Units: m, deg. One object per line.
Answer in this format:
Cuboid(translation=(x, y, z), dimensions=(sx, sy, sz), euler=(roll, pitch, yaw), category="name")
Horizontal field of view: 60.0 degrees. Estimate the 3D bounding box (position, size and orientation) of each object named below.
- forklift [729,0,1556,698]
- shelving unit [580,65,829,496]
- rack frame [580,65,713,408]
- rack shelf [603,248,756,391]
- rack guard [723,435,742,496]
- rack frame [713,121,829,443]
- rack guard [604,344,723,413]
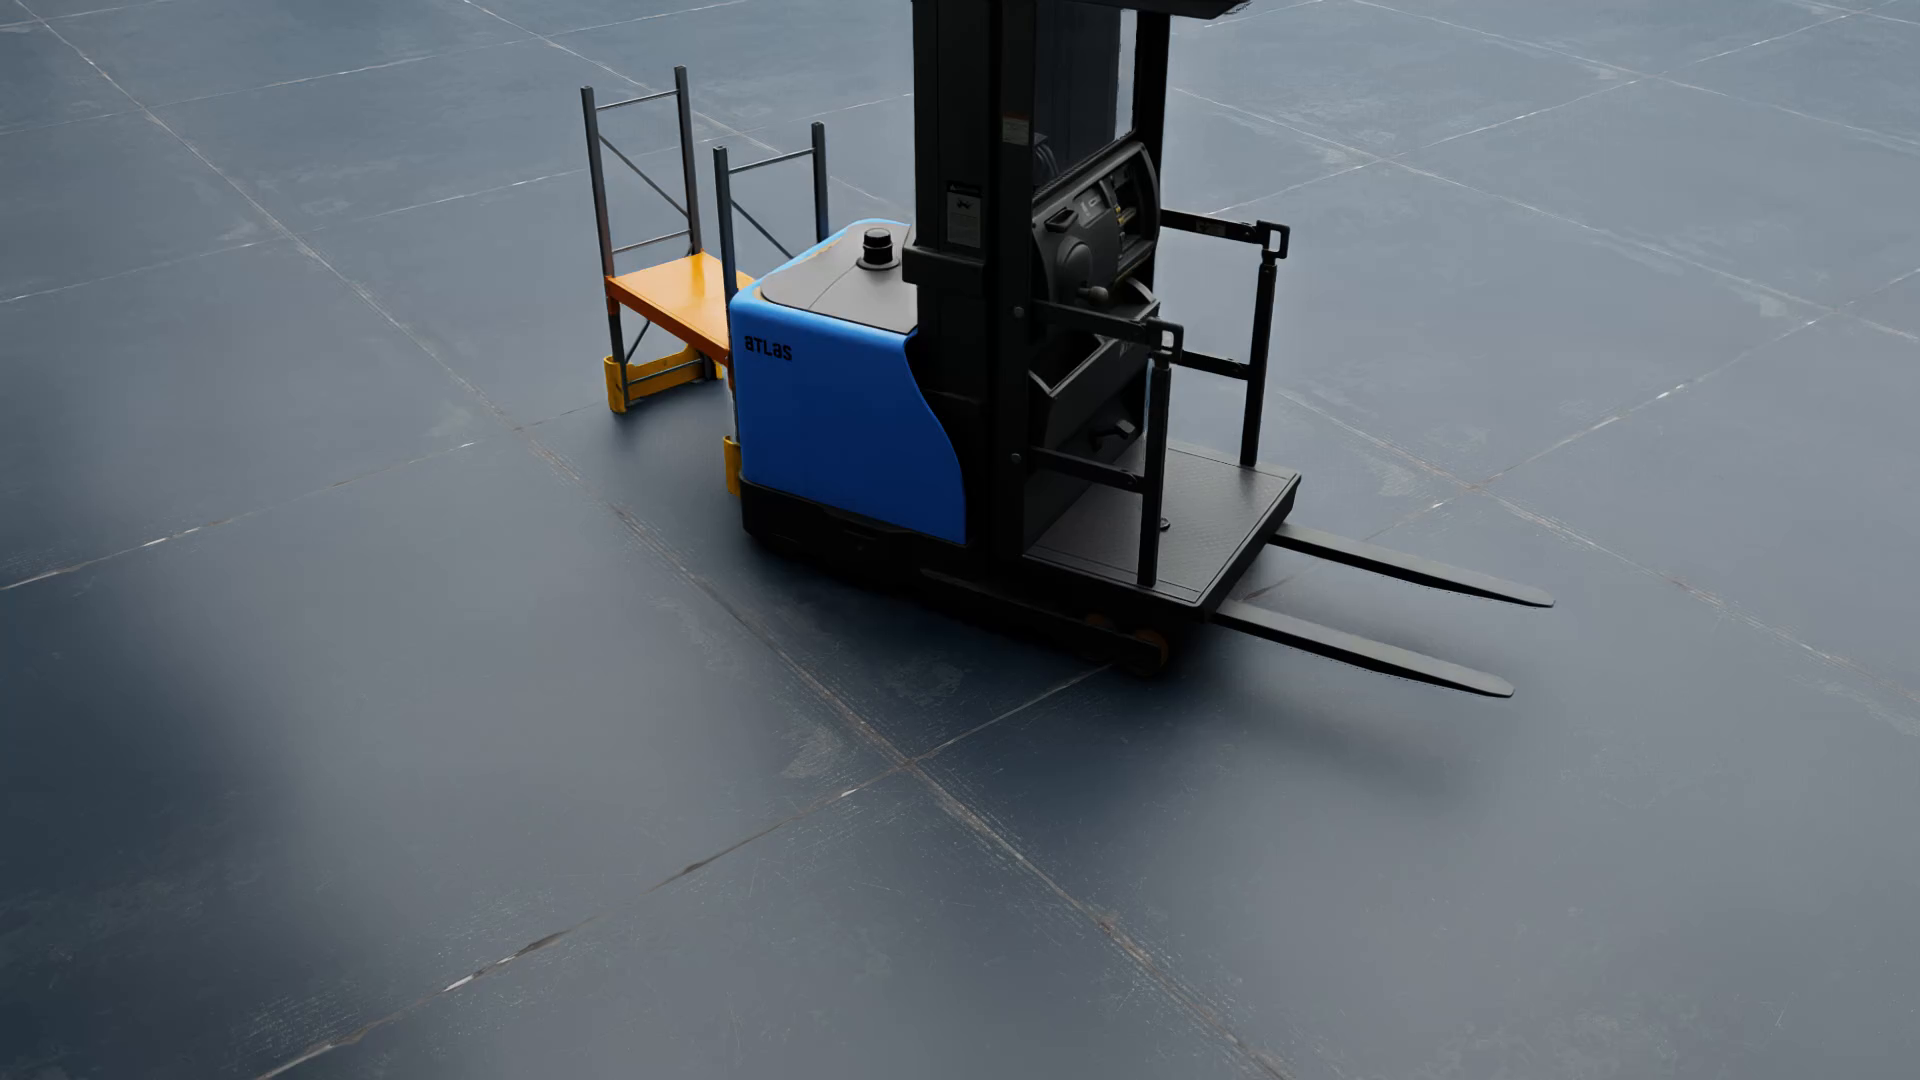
Cuboid(translation=(0.661, -1.080, 5.711), dimensions=(3.031, 2.935, 1.130), euler=(16, 35, 24), category="forklift")
Cuboid(translation=(-1.068, -1.137, 7.159), dimensions=(0.587, 1.500, 1.083), euler=(-24, 39, -33), category="shelving unit")
Cuboid(translation=(-1.389, -1.339, 7.484), dimensions=(0.500, 1.500, 0.032), euler=(-24, 39, -33), category="rack frame")
Cuboid(translation=(-1.062, -0.980, 7.248), dimensions=(0.538, 0.185, 1.000), euler=(-24, 39, -33), category="rack shelf")
Cuboid(translation=(-0.748, -0.405, 7.165), dimensions=(0.587, 0.250, 0.087), euler=(-24, 39, -33), category="rack guard")
Cuboid(translation=(-0.736, -0.928, 6.822), dimensions=(0.500, 1.500, 0.032), euler=(-24, 39, -33), category="rack frame")
Cuboid(translation=(-1.388, -0.807, 7.813), dimensions=(0.587, 0.250, 0.087), euler=(-24, 39, -33), category="rack guard")
